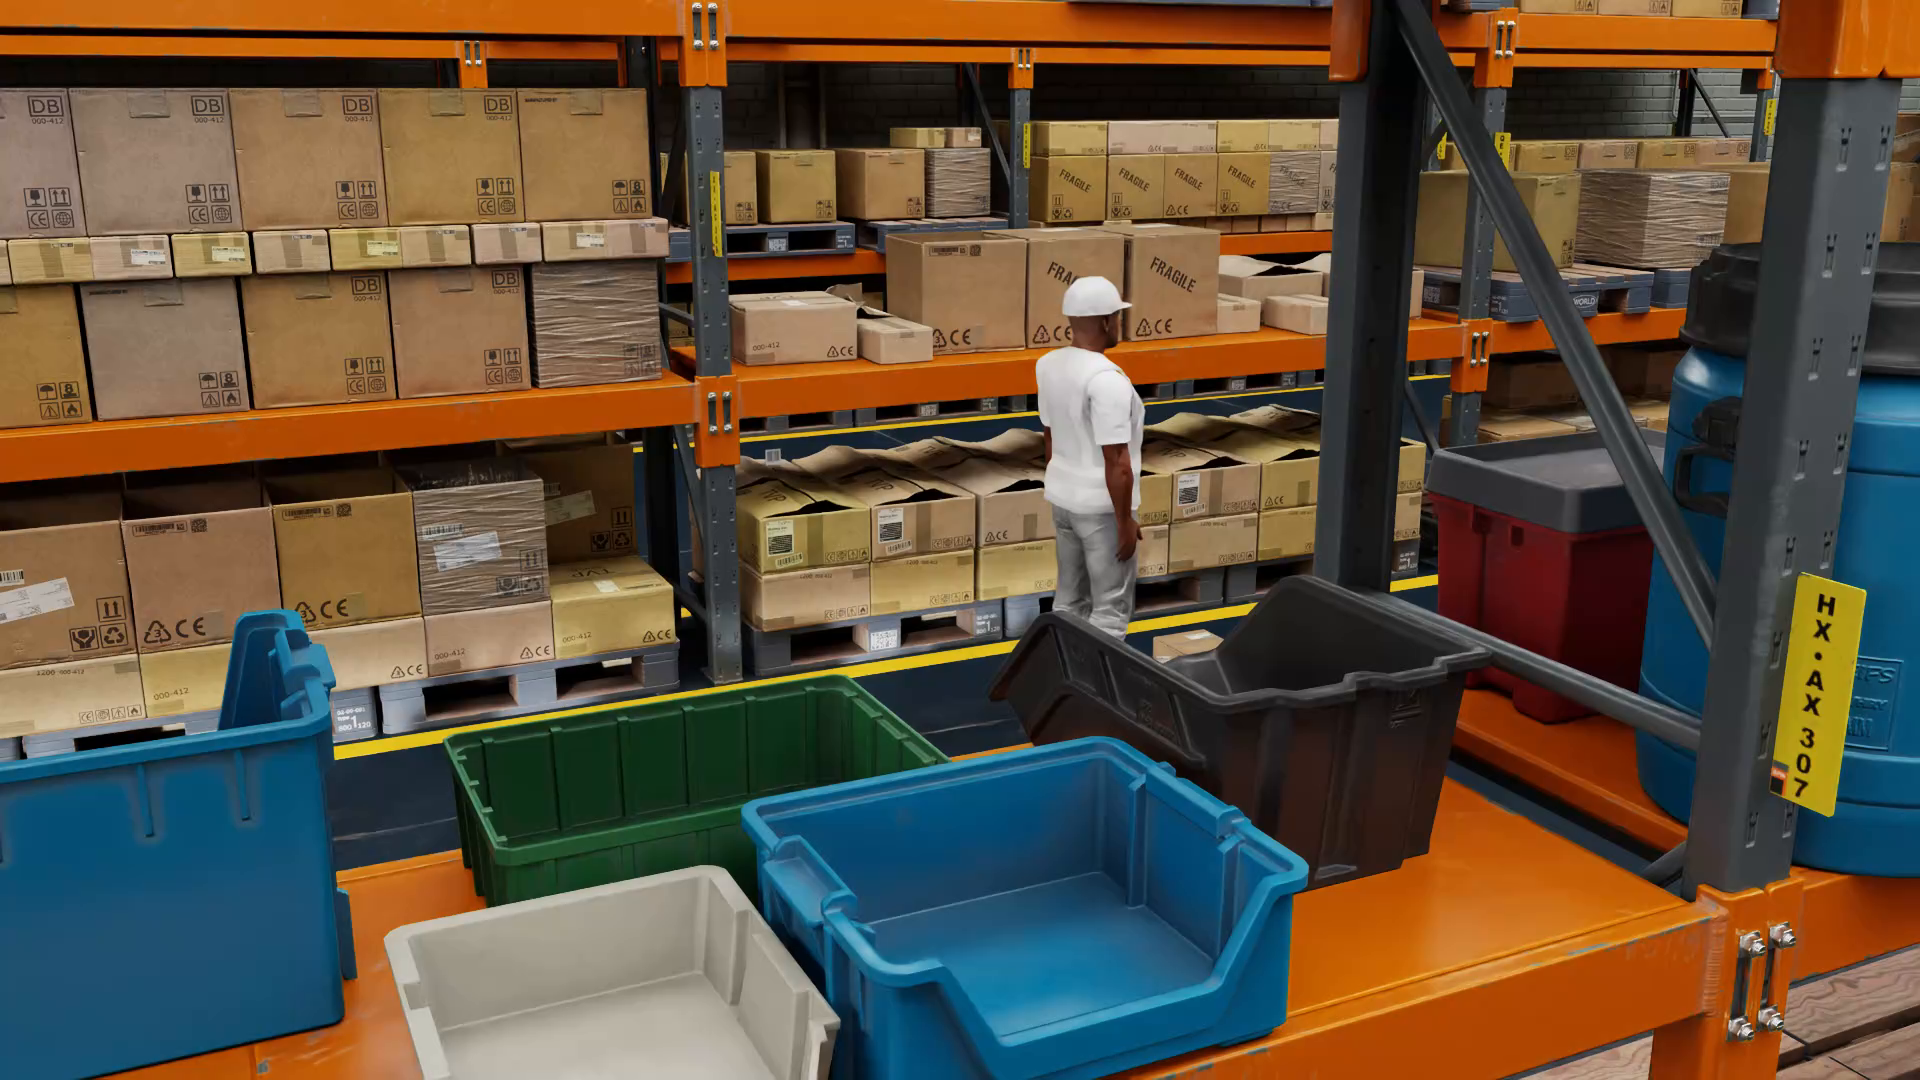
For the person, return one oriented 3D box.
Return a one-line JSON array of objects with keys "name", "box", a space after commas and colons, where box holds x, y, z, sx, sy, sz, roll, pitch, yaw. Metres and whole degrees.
[{"name": "person", "box": [0.521, -0.136, 6.480, 0.368, 1.767, 0.569, -7, 17, -25]}]
